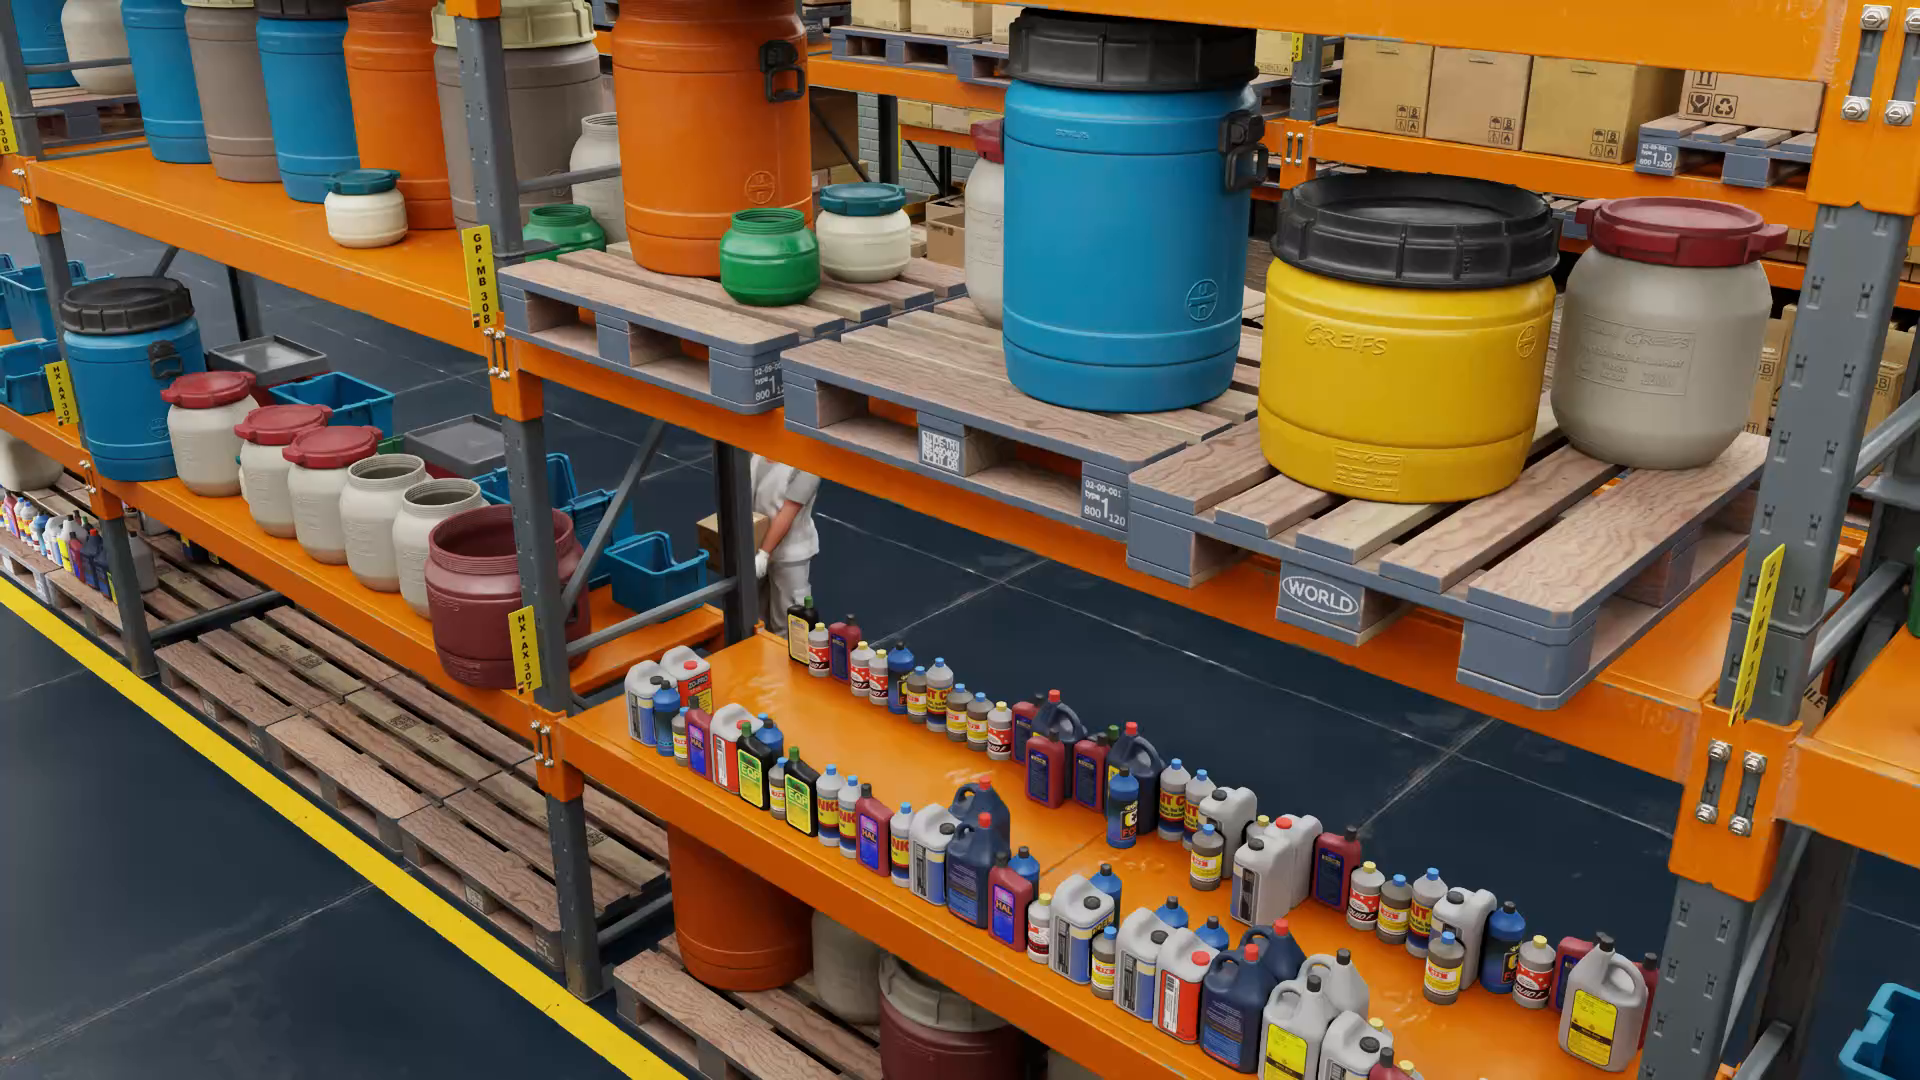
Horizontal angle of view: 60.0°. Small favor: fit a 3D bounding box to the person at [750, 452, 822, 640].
[{"bbox_3d":[-0.967,0.115,8.316,0.493,1.782,0.560,20,31,38],"label":"person"}]
